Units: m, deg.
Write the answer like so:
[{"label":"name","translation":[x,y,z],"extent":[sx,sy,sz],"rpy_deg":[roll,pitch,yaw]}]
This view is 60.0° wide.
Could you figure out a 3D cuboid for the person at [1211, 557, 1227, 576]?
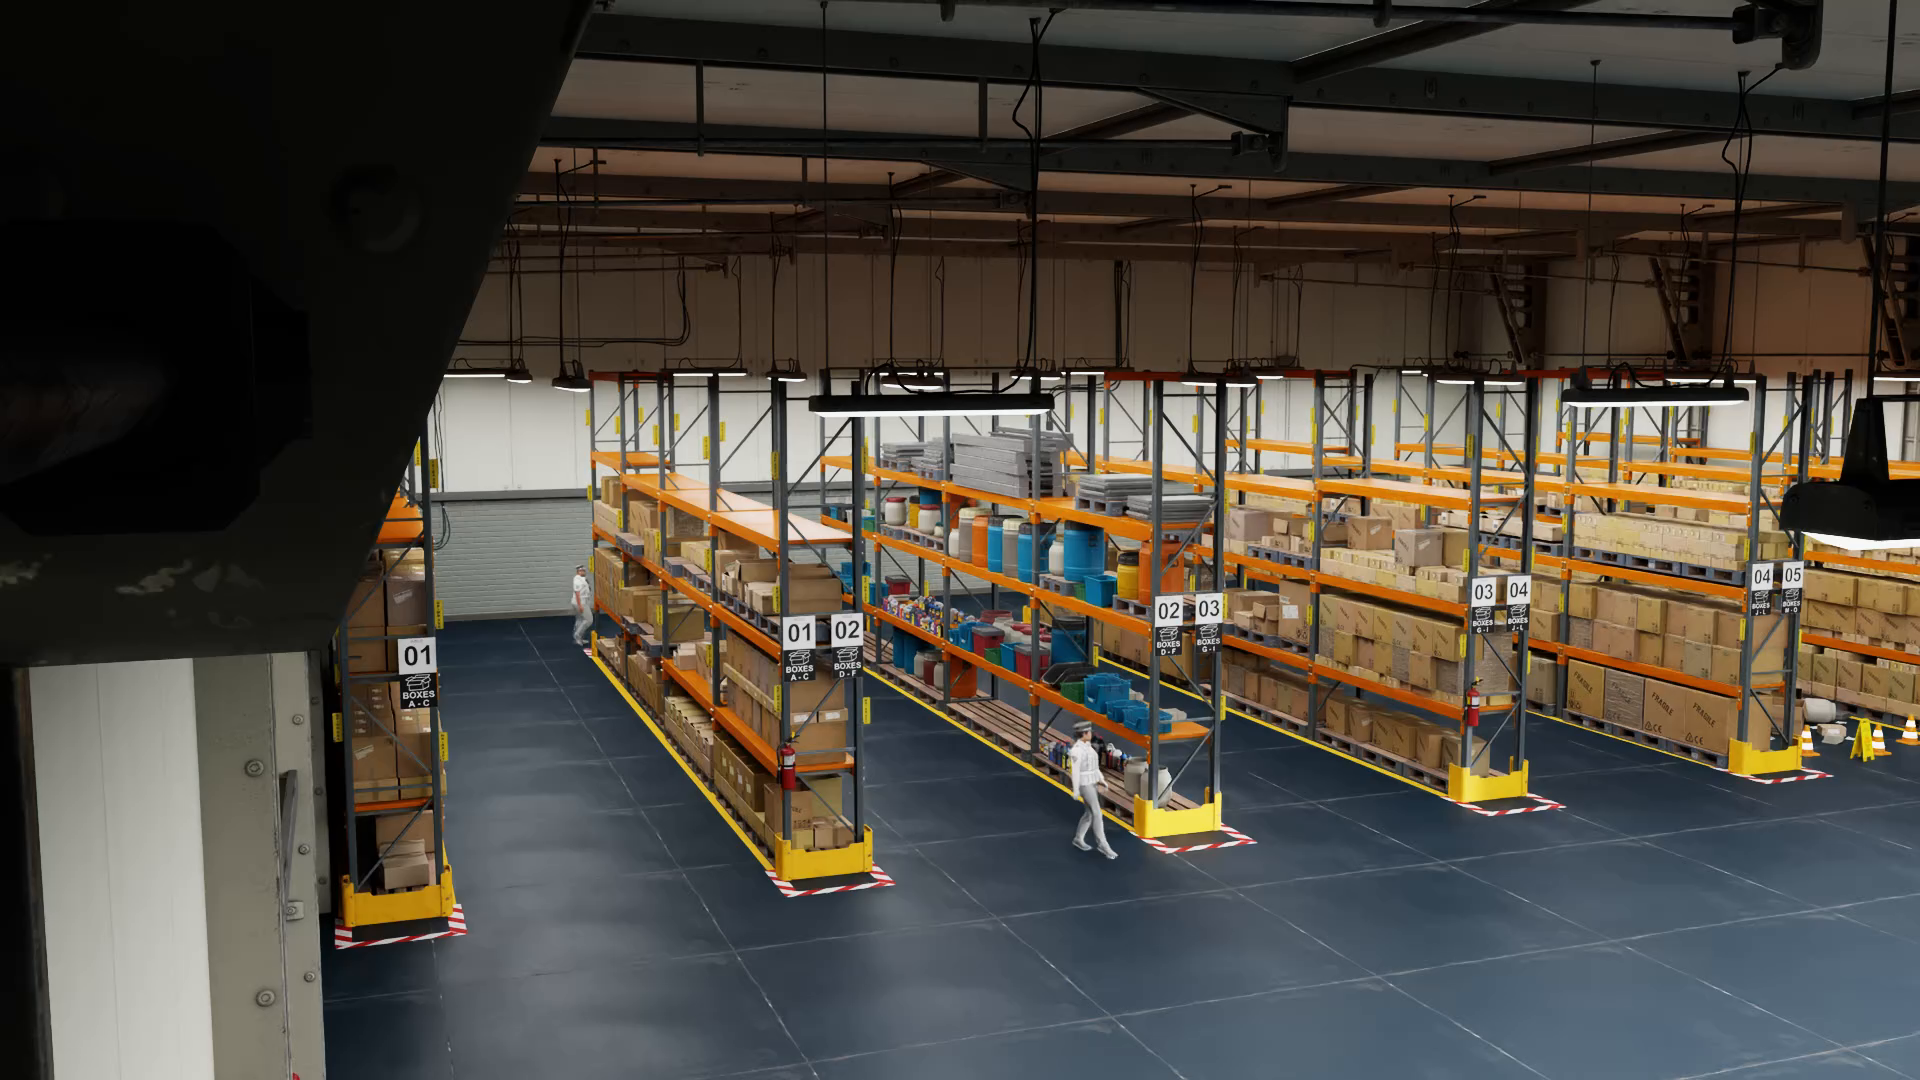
[{"label":"person","translation":[6.827,0.593,43.417],"extent":[0.553,1.774,0.763],"rpy_deg":[3,7,28]}]

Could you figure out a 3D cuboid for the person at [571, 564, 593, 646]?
[{"label":"person","translation":[-8.254,1.403,36.267],"extent":[0.449,1.787,0.568],"rpy_deg":[-2,7,-20]}]

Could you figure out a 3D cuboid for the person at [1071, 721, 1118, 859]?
[{"label":"person","translation":[1.740,3.152,21.184],"extent":[0.689,1.675,0.510],"rpy_deg":[3,7,23]}]
